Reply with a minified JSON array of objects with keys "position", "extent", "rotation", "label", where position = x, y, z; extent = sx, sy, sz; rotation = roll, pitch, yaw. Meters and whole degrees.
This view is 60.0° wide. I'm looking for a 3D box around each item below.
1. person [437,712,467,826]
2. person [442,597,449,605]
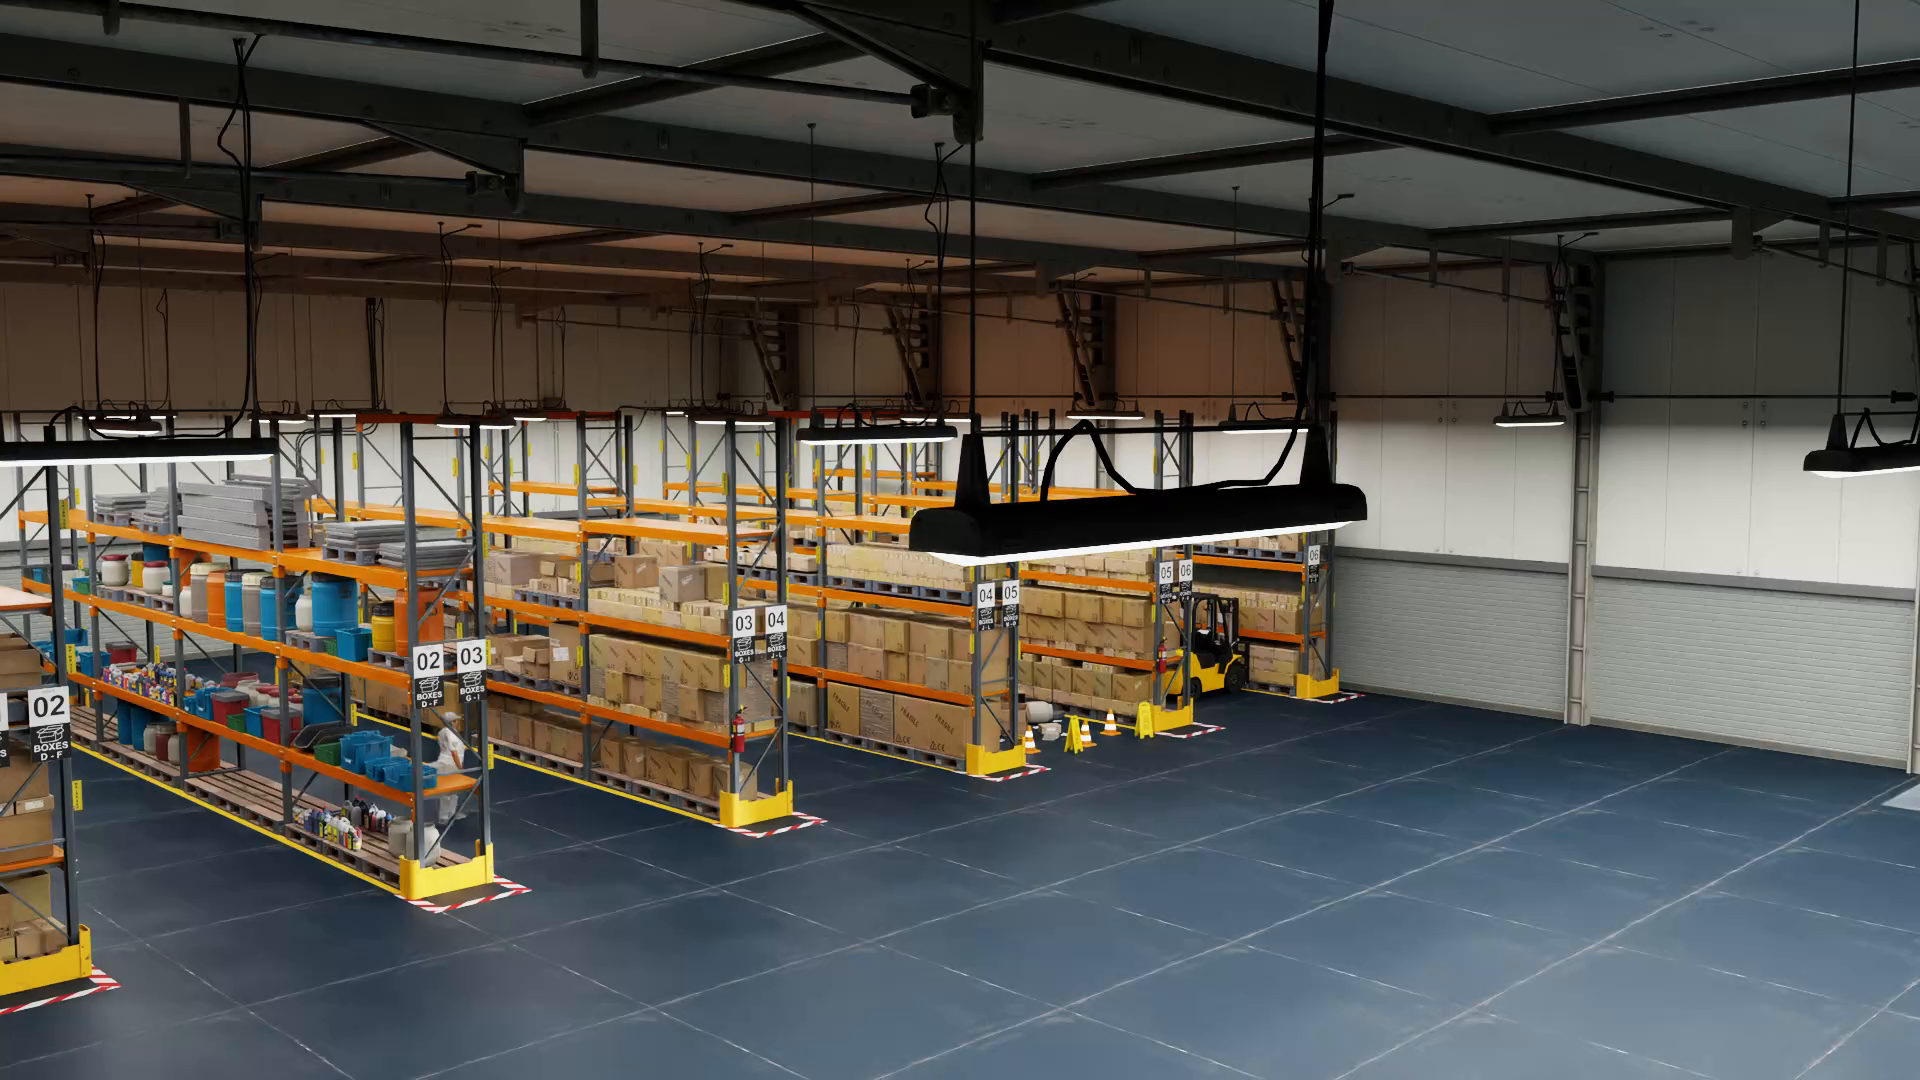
[{"position":[-7.549,3.373,24.666],"extent":[0.422,1.667,0.514],"rotation":[-1,5,-16],"label":"person"},{"position":[-12.253,2.059,39.296],"extent":[0.612,1.728,0.972],"rotation":[-2,5,-20],"label":"person"}]
